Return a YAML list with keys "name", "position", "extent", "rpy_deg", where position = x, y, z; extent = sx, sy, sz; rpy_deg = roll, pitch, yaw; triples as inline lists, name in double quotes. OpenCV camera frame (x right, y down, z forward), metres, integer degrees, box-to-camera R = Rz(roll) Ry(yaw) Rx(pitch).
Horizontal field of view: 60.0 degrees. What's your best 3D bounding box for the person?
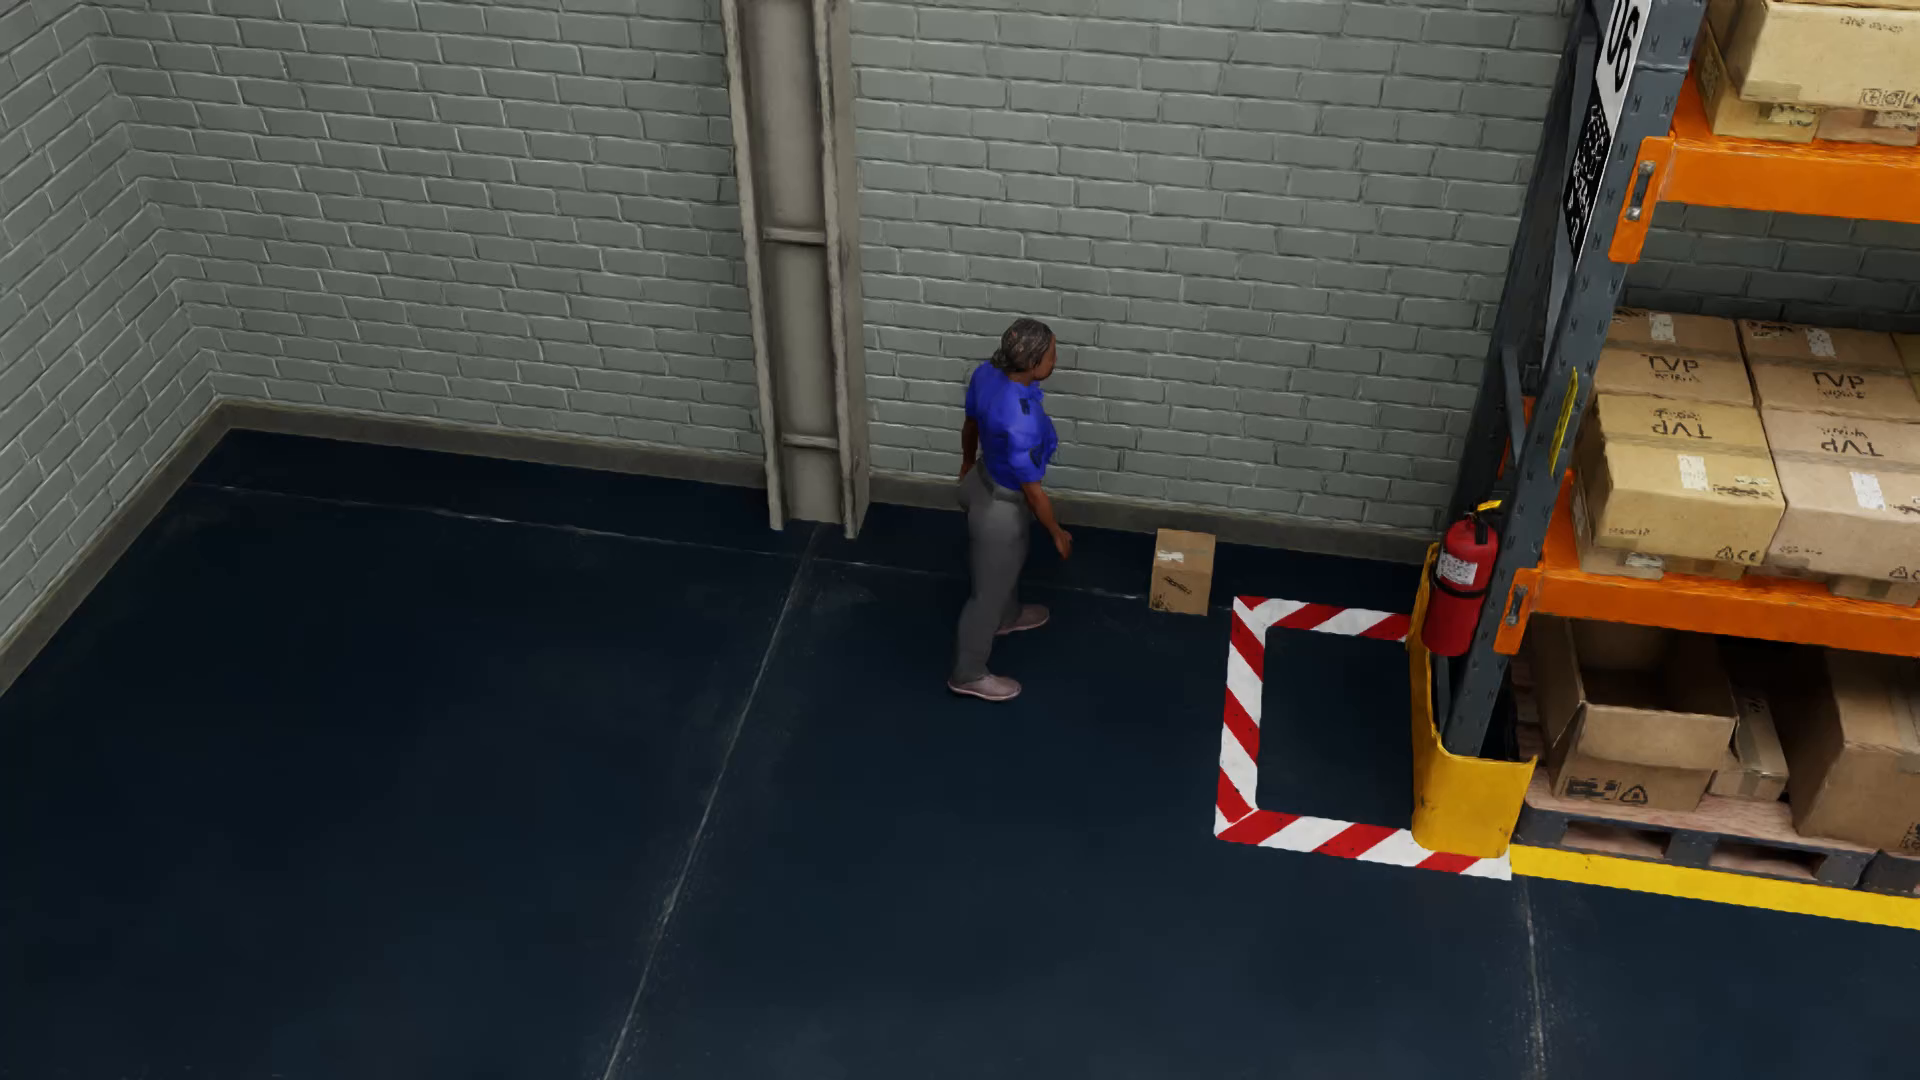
- name: "person"
  position: [0.175, -0.137, 6.325]
  extent: [0.535, 1.661, 0.594]
  rpy_deg: [-11, 42, -12]
